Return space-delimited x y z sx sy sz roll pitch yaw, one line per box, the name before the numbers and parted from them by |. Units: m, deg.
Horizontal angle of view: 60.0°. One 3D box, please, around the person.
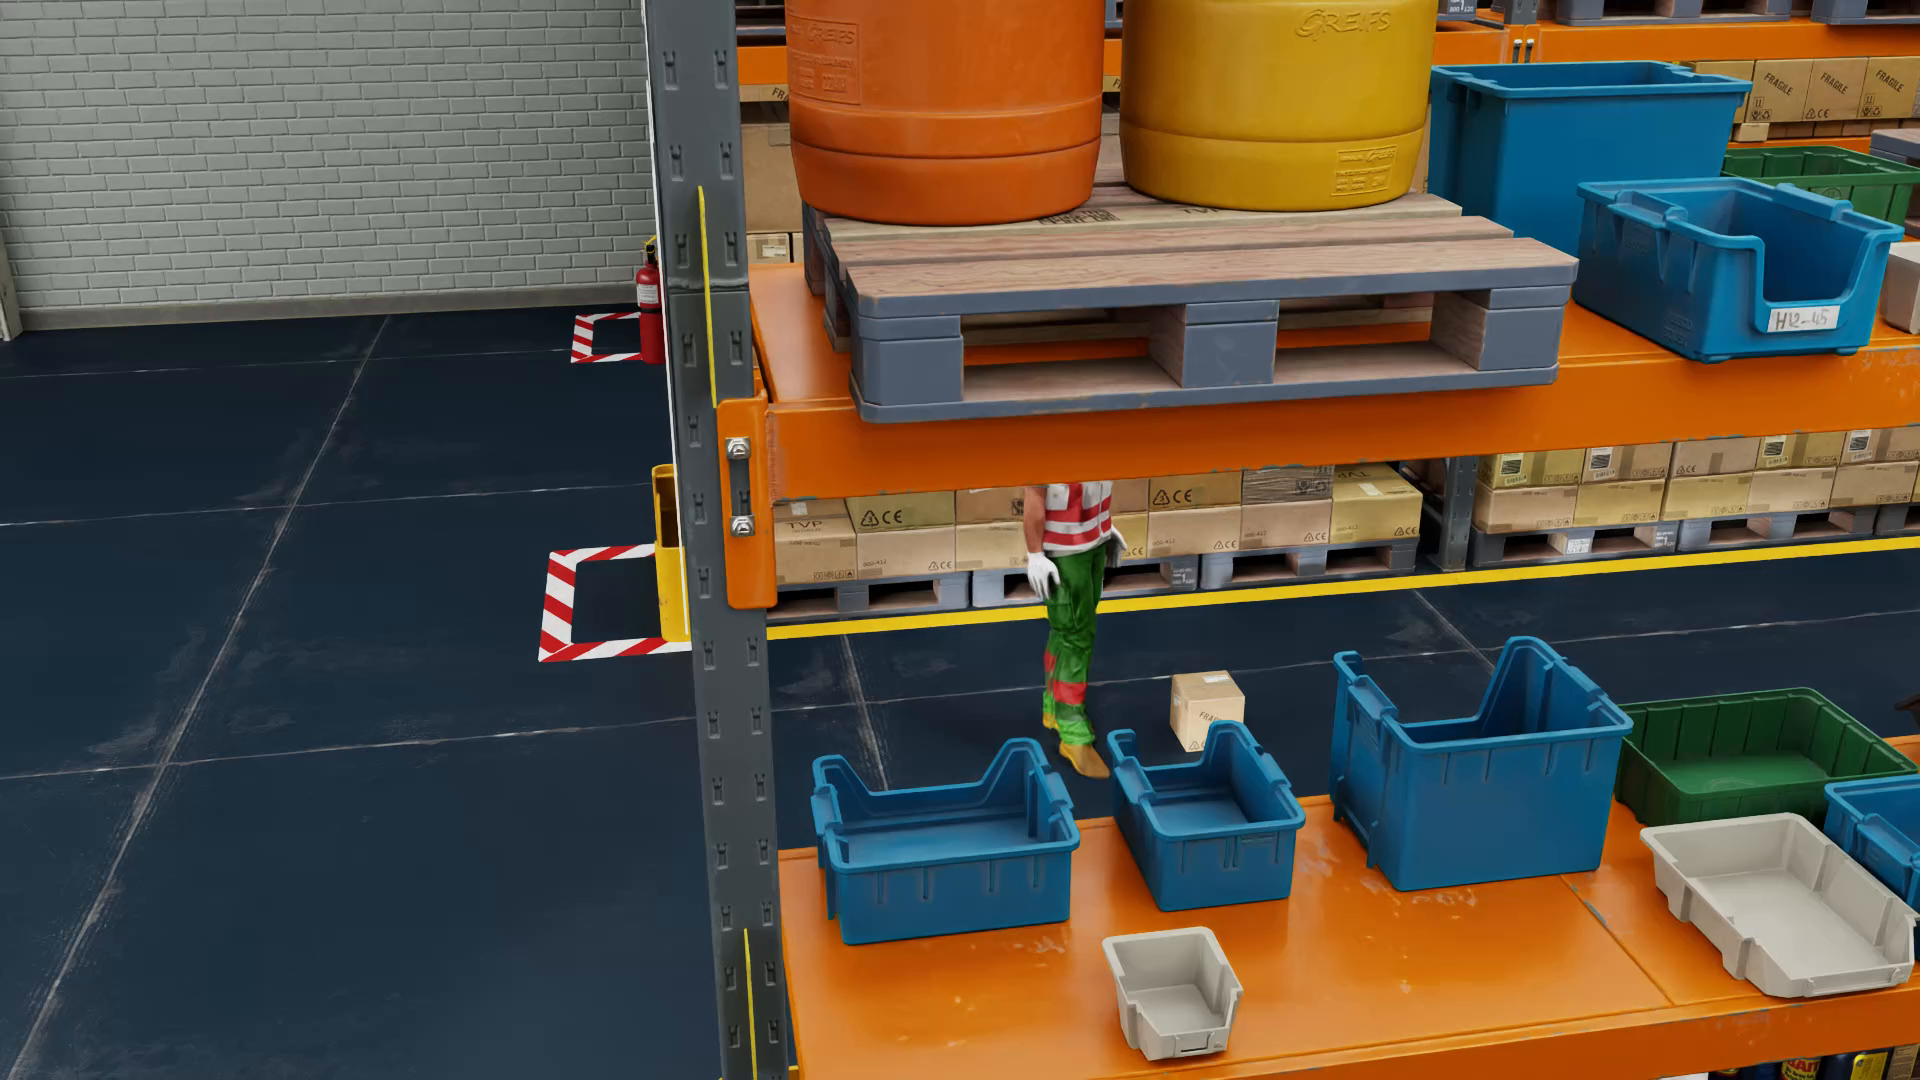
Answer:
person | 0.535 0.055 6.950 0.522 1.815 0.558 14 27 29
